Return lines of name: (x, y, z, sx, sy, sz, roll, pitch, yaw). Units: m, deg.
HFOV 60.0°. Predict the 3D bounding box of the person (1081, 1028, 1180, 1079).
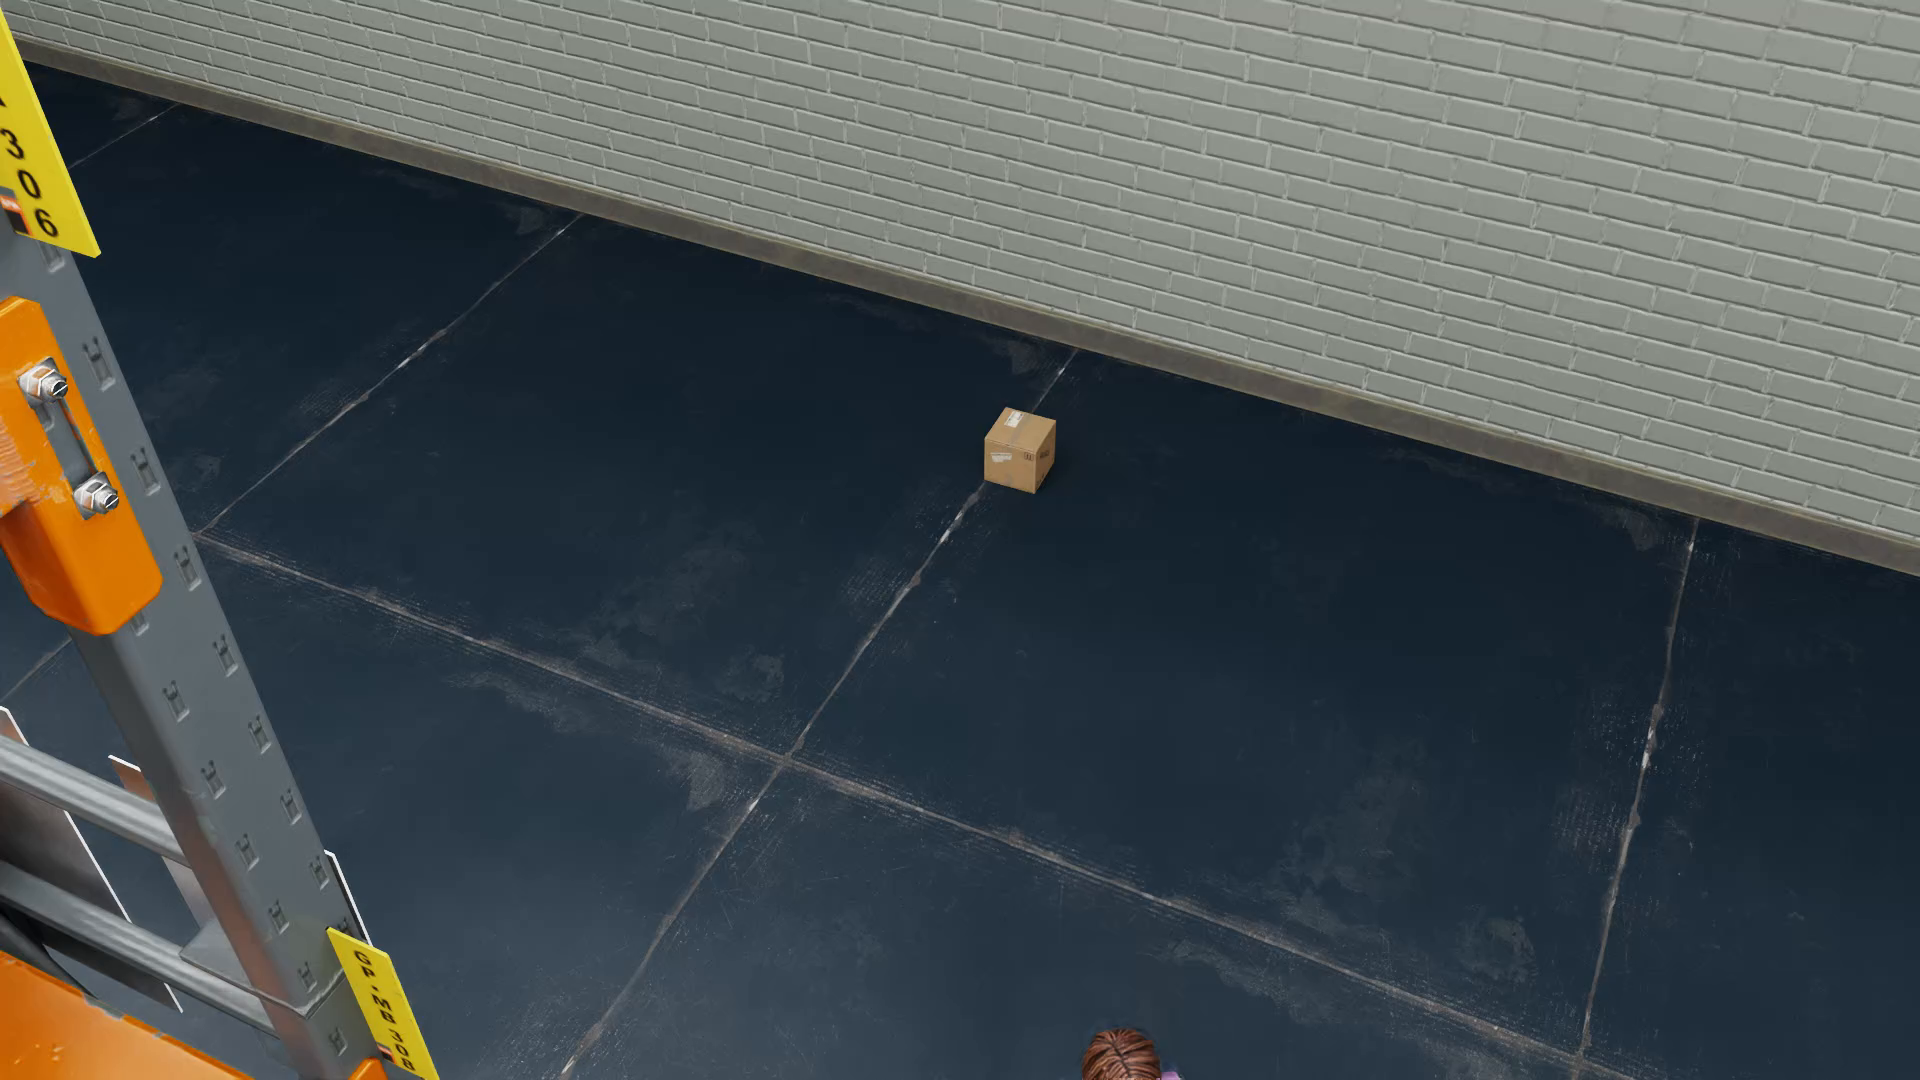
person: (0.384, 1.792, 4.196, 0.413, 1.557, 0.862, -3, 43, -3)
